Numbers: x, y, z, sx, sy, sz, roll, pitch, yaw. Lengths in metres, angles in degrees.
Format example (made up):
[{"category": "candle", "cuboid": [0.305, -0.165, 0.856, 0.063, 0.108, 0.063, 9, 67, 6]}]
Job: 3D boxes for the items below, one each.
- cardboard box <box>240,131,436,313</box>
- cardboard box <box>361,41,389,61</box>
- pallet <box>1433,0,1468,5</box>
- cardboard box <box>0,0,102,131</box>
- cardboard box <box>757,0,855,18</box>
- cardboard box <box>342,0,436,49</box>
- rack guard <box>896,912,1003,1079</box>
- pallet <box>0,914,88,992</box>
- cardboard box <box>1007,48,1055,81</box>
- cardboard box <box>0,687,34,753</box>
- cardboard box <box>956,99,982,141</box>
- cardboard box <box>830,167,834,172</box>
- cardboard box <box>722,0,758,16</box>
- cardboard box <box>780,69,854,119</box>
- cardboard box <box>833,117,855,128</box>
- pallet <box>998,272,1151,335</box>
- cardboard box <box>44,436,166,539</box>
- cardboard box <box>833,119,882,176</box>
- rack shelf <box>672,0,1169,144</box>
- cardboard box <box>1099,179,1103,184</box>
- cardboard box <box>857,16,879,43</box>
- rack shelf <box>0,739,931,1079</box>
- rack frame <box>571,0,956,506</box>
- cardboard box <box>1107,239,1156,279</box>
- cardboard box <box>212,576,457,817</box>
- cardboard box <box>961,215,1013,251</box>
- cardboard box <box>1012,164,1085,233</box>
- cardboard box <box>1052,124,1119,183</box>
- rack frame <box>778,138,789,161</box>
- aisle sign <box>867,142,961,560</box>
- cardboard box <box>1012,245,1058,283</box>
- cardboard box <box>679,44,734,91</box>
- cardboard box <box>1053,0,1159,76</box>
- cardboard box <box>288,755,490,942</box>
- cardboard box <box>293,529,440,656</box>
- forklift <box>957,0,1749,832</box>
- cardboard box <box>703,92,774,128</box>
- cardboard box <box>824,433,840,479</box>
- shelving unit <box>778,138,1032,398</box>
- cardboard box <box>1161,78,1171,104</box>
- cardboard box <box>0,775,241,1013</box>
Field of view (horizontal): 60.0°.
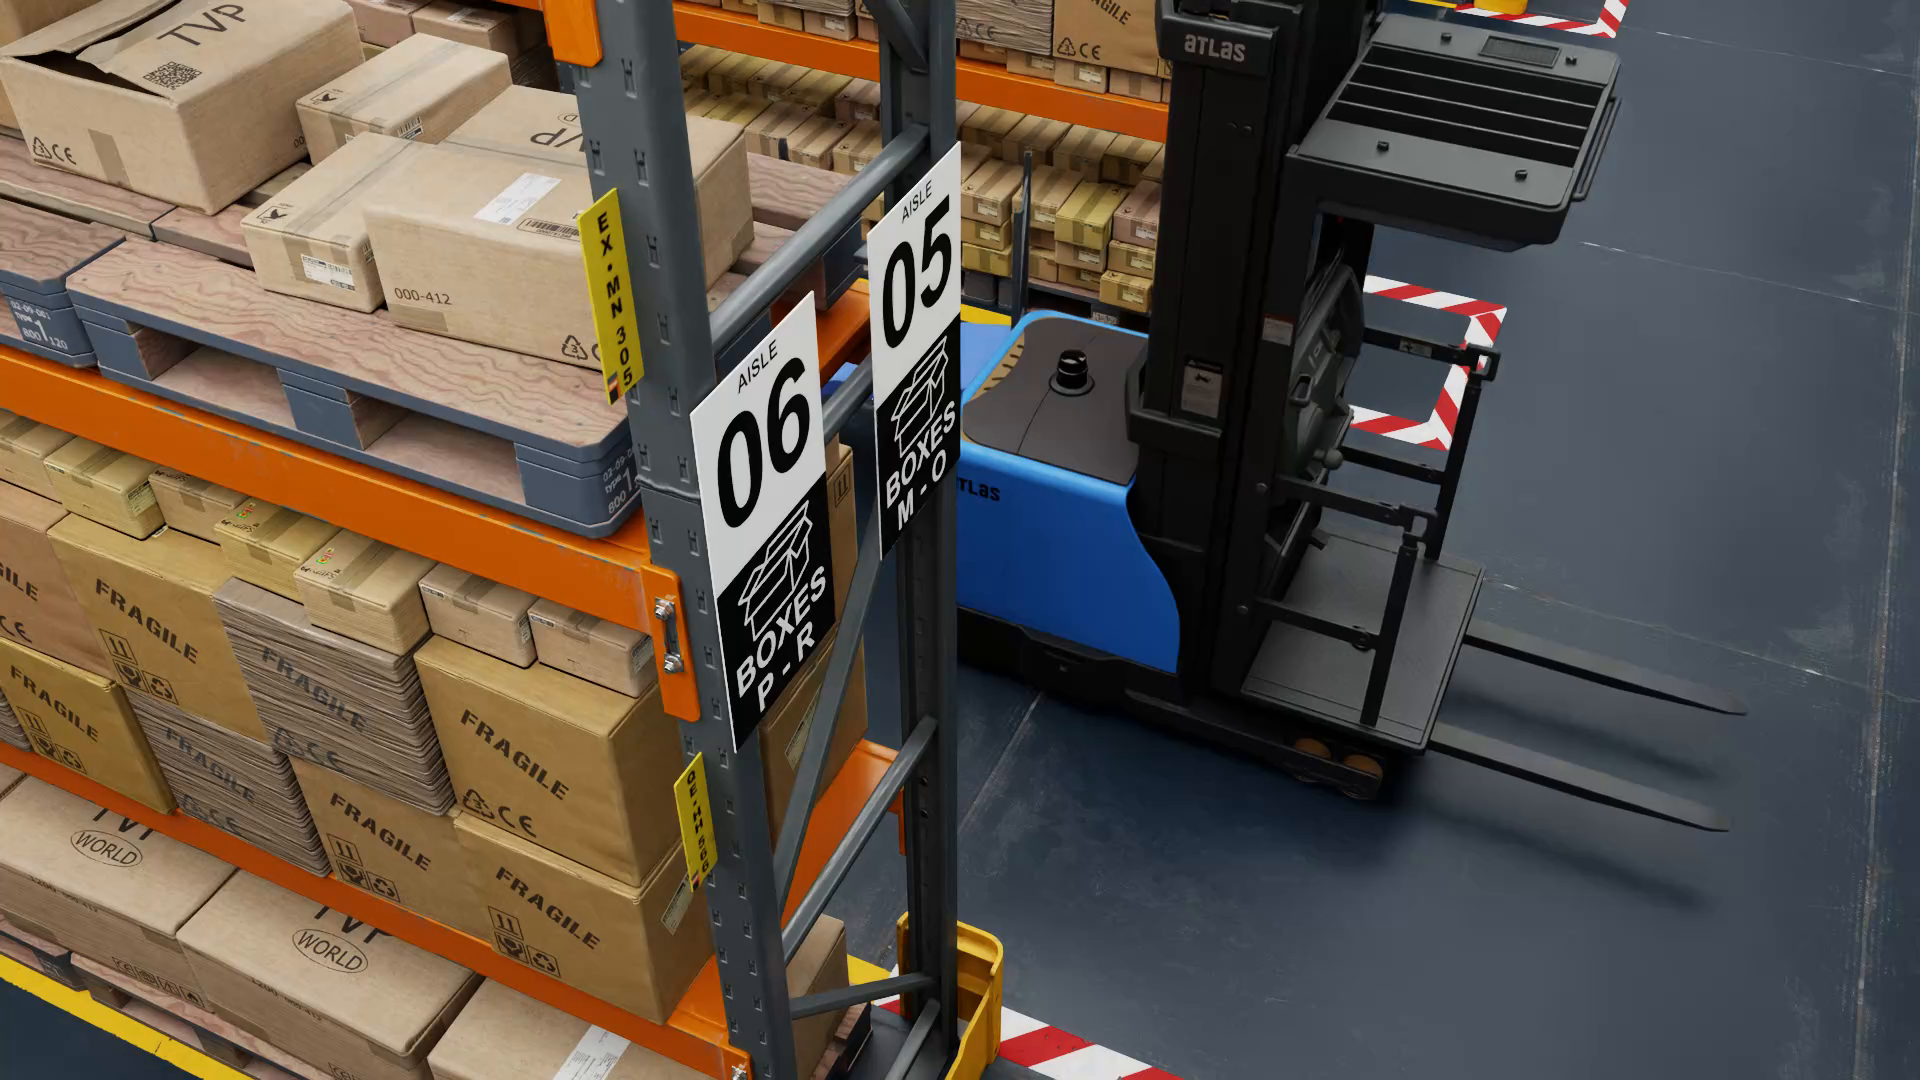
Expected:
[{"category": "cardboard box", "cuboid": [-1.131, -0.612, 3.170, 0.250, 0.149, 0.380, 14, 43, 15]}, {"category": "cardboard box", "cuboid": [-3.137, -2.723, 9.689, 0.500, 0.500, 0.500, 16, 43, 18]}, {"category": "pallet", "cuboid": [3.161, -4.240, 11.981, 1.213, 0.211, 1.003, 17, 44, 19]}, {"category": "cardboard box", "cuboid": [-2.035, -1.252, 3.641, 0.500, 0.500, 0.500, 18, 44, 19]}, {"category": "cardboard box", "cuboid": [-0.660, -2.881, 7.980, 0.500, 0.500, 0.500, 16, 43, 18]}, {"category": "cardboard box", "cuboid": [-3.137, -3.015, 9.453, 0.500, 0.250, 0.500, 19, 44, 21]}, {"category": "rack guard", "cuboid": [-0.250, 1.714, 4.891, 0.348, 0.500, 1.175, 17, 44, 19]}, {"category": "pallet", "cuboid": [-3.240, 0.966, 5.974, 1.213, 0.211, 1.003, 17, 44, 19]}, {"category": "cardboard box", "cuboid": [0.404, -2.330, 7.839, 0.250, 0.149, 0.380, 15, 43, 17]}, {"category": "cardboard box", "cuboid": [-2.680, 0.186, 4.669, 0.500, 0.500, 0.500, 17, 44, 19]}, {"category": "cardboard box", "cuboid": [-0.071, -2.222, 8.925, 0.250, 0.149, 0.380, 17, 44, 19]}, {"category": "cardboard box", "cuboid": [-0.716, -1.985, 8.879, 0.250, 0.149, 0.380, 19, 44, 21]}, {"category": "cardboard box", "cuboid": [-1.004, -2.794, 8.376, 0.250, 0.149, 0.380, 15, 43, 17]}, {"category": "cardboard box", "cuboid": [-0.784, -2.443, 9.180, 0.250, 0.149, 0.380, 18, 44, 20]}, {"category": "cardboard box", "cuboid": [-0.550, -2.288, 9.229, 0.250, 0.149, 0.380, 18, 44, 20]}, {"category": "pallet", "cuboid": [0.940, -1.416, 8.723, 1.213, 0.211, 1.003, 17, 44, 19]}, {"category": "cardboard box", "cuboid": [-1.861, -0.199, 3.855, 0.250, 0.149, 0.380, 18, 44, 20]}, {"category": "cardboard box", "cuboid": [-0.472, -2.042, 8.718, 0.250, 0.149, 0.380, 15, 43, 17]}, {"category": "rack shelf", "cuboid": [-0.083, -2.485, 8.376, 4.000, 0.370, 1.077, 17, 44, 19]}, {"category": "cardboard box", "cuboid": [0.693, -1.954, 8.844, 0.250, 0.149, 0.380, 18, 44, 20]}, {"category": "cardboard box", "cuboid": [-0.300, -2.561, 8.106, 0.250, 0.149, 0.380, 19, 44, 20]}, {"category": "rack shelf", "cuboid": [-2.084, 0.481, 4.954, 4.000, 0.370, 1.077, 17, 44, 19]}, {"category": "rack frame", "cuboid": [-0.272, -1.504, 2.115, 0.127, 3.000, 1.000, 17, 44, 19]}, {"category": "cardboard box", "cuboid": [0.917, -1.478, 8.294, 0.250, 0.149, 0.380, 16, 43, 18]}, {"category": "cardboard box", "cuboid": [-1.295, 0.228, 3.857, 0.500, 0.500, 0.500, 17, 44, 19]}, {"category": "cardboard box", "cuboid": [0.184, -1.652, 8.495, 0.250, 0.149, 0.380, 18, 44, 19]}, {"category": "cardboard box", "cuboid": [0.443, -1.715, 8.340, 0.250, 0.149, 0.380, 15, 43, 17]}, {"category": "cardboard box", "cuboid": [0.664, -2.026, 8.700, 0.250, 0.149, 0.380, 15, 43, 17]}, {"category": "rack frame", "cuboid": [-0.759, -0.935, 7.184, 0.032, 1.500, 0.500, 4, 41, 5]}, {"category": "aisle sign", "cuboid": [-0.084, -0.372, 3.404, 0.004, 0.787, 0.394, 17, 44, 19]}, {"category": "cardboard box", "cuboid": [0.456, -1.503, 8.549, 0.250, 0.149, 0.380, 17, 44, 19]}, {"category": "cardboard box", "cuboid": [-1.463, -2.673, 9.446, 0.250, 0.149, 0.380, 18, 44, 20]}, {"category": "cardboard box", "cuboid": [0.749, -2.471, 7.507, 0.500, 0.500, 0.500, 16, 44, 18]}, {"category": "cardboard box", "cuboid": [-1.269, 0.601, 4.190, 0.500, 0.500, 0.500, 16, 43, 18]}, {"category": "cardboard box", "cuboid": [-1.191, 0.044, 3.574, 0.250, 0.149, 0.380, 17, 44, 18]}, {"category": "forklift", "cuboid": [1.429, -0.550, 5.646, 3.031, 2.935, 1.130, 17, 44, 19]}, {"category": "cardboard box", "cuboid": [-1.196, -2.246, 8.953, 0.250, 0.149, 0.380, 16, 44, 18]}, {"category": "cardboard box", "cuboid": [-0.476, -0.160, 3.810, 0.250, 0.149, 0.380, 18, 44, 20]}, {"category": "shelving unit", "cuboid": [-0.254, -0.897, 7.139, 1.048, 1.500, 0.538, 4, 41, 5]}, {"category": "cardboard box", "cuboid": [1.105, -2.122, 7.600, 0.250, 0.149, 0.380, 17, 44, 19]}, {"category": "cardboard box", "cuboid": [-2.561, 0.950, 5.500, 0.875, 0.438, 0.875, 16, 43, 17]}]
